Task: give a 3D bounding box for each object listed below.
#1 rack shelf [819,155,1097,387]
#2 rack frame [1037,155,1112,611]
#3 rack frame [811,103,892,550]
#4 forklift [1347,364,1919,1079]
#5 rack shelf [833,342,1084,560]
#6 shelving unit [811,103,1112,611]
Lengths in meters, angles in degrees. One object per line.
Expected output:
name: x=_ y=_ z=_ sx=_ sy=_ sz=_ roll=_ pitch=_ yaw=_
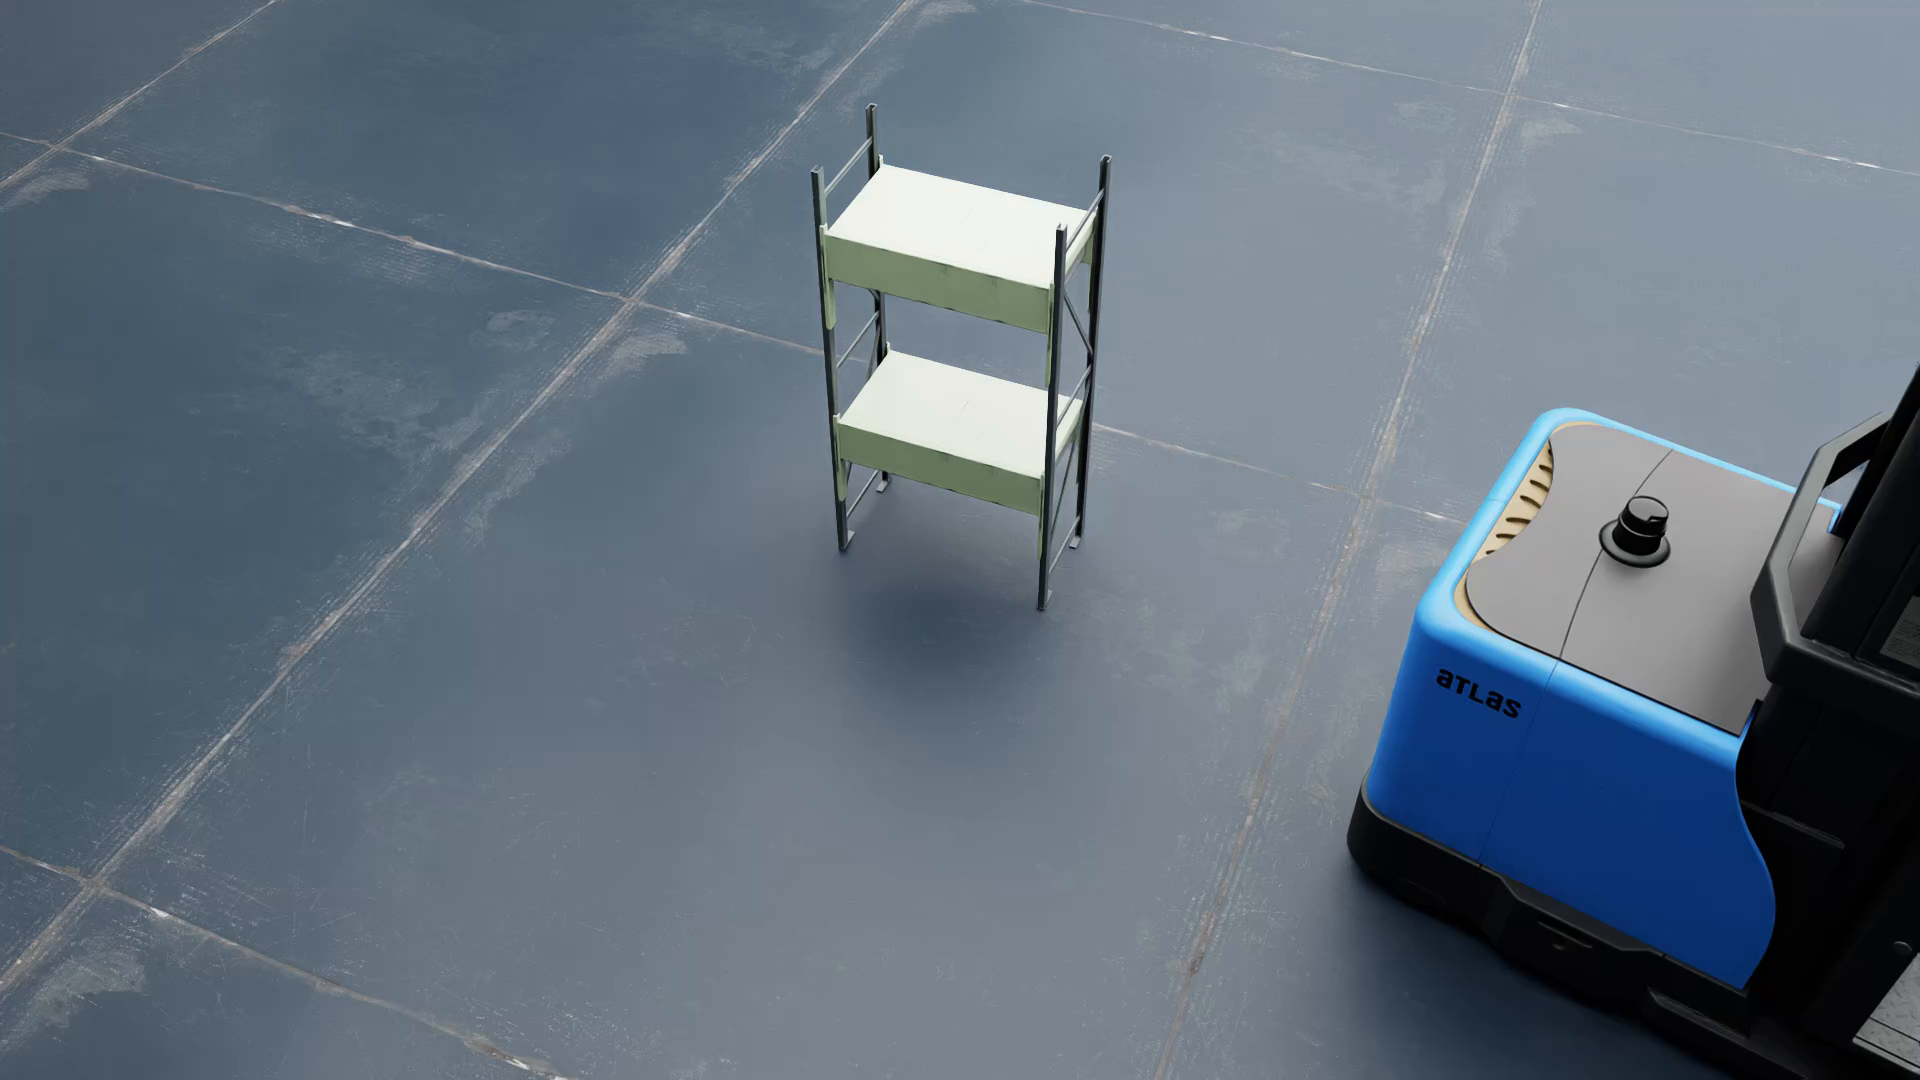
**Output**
rack shelf: x=0.006 y=-0.807 z=4.944 sx=0.720 sy=0.370 sz=0.431 roll=16 pitch=47 yaw=16
rack frame: x=0.344 y=-0.430 z=5.119 sx=0.023 sy=1.500 sz=0.400 roll=16 pitch=47 yaw=16
rack frame: x=-0.332 y=-0.629 z=5.319 sx=0.023 sy=1.500 sz=0.400 roll=16 pitch=47 yaw=16
forklift: x=2.622 y=0.189 z=3.482 sx=3.031 sy=2.935 sz=1.130 roll=25 pitch=50 yaw=23
rack shelf: x=0.006 y=-0.299 z=5.449 sx=0.720 sy=0.370 sz=0.431 roll=16 pitch=47 yaw=16
shelving unit: x=0.006 y=-0.530 z=5.219 sx=0.755 sy=1.500 sz=0.431 roll=16 pitch=47 yaw=16
